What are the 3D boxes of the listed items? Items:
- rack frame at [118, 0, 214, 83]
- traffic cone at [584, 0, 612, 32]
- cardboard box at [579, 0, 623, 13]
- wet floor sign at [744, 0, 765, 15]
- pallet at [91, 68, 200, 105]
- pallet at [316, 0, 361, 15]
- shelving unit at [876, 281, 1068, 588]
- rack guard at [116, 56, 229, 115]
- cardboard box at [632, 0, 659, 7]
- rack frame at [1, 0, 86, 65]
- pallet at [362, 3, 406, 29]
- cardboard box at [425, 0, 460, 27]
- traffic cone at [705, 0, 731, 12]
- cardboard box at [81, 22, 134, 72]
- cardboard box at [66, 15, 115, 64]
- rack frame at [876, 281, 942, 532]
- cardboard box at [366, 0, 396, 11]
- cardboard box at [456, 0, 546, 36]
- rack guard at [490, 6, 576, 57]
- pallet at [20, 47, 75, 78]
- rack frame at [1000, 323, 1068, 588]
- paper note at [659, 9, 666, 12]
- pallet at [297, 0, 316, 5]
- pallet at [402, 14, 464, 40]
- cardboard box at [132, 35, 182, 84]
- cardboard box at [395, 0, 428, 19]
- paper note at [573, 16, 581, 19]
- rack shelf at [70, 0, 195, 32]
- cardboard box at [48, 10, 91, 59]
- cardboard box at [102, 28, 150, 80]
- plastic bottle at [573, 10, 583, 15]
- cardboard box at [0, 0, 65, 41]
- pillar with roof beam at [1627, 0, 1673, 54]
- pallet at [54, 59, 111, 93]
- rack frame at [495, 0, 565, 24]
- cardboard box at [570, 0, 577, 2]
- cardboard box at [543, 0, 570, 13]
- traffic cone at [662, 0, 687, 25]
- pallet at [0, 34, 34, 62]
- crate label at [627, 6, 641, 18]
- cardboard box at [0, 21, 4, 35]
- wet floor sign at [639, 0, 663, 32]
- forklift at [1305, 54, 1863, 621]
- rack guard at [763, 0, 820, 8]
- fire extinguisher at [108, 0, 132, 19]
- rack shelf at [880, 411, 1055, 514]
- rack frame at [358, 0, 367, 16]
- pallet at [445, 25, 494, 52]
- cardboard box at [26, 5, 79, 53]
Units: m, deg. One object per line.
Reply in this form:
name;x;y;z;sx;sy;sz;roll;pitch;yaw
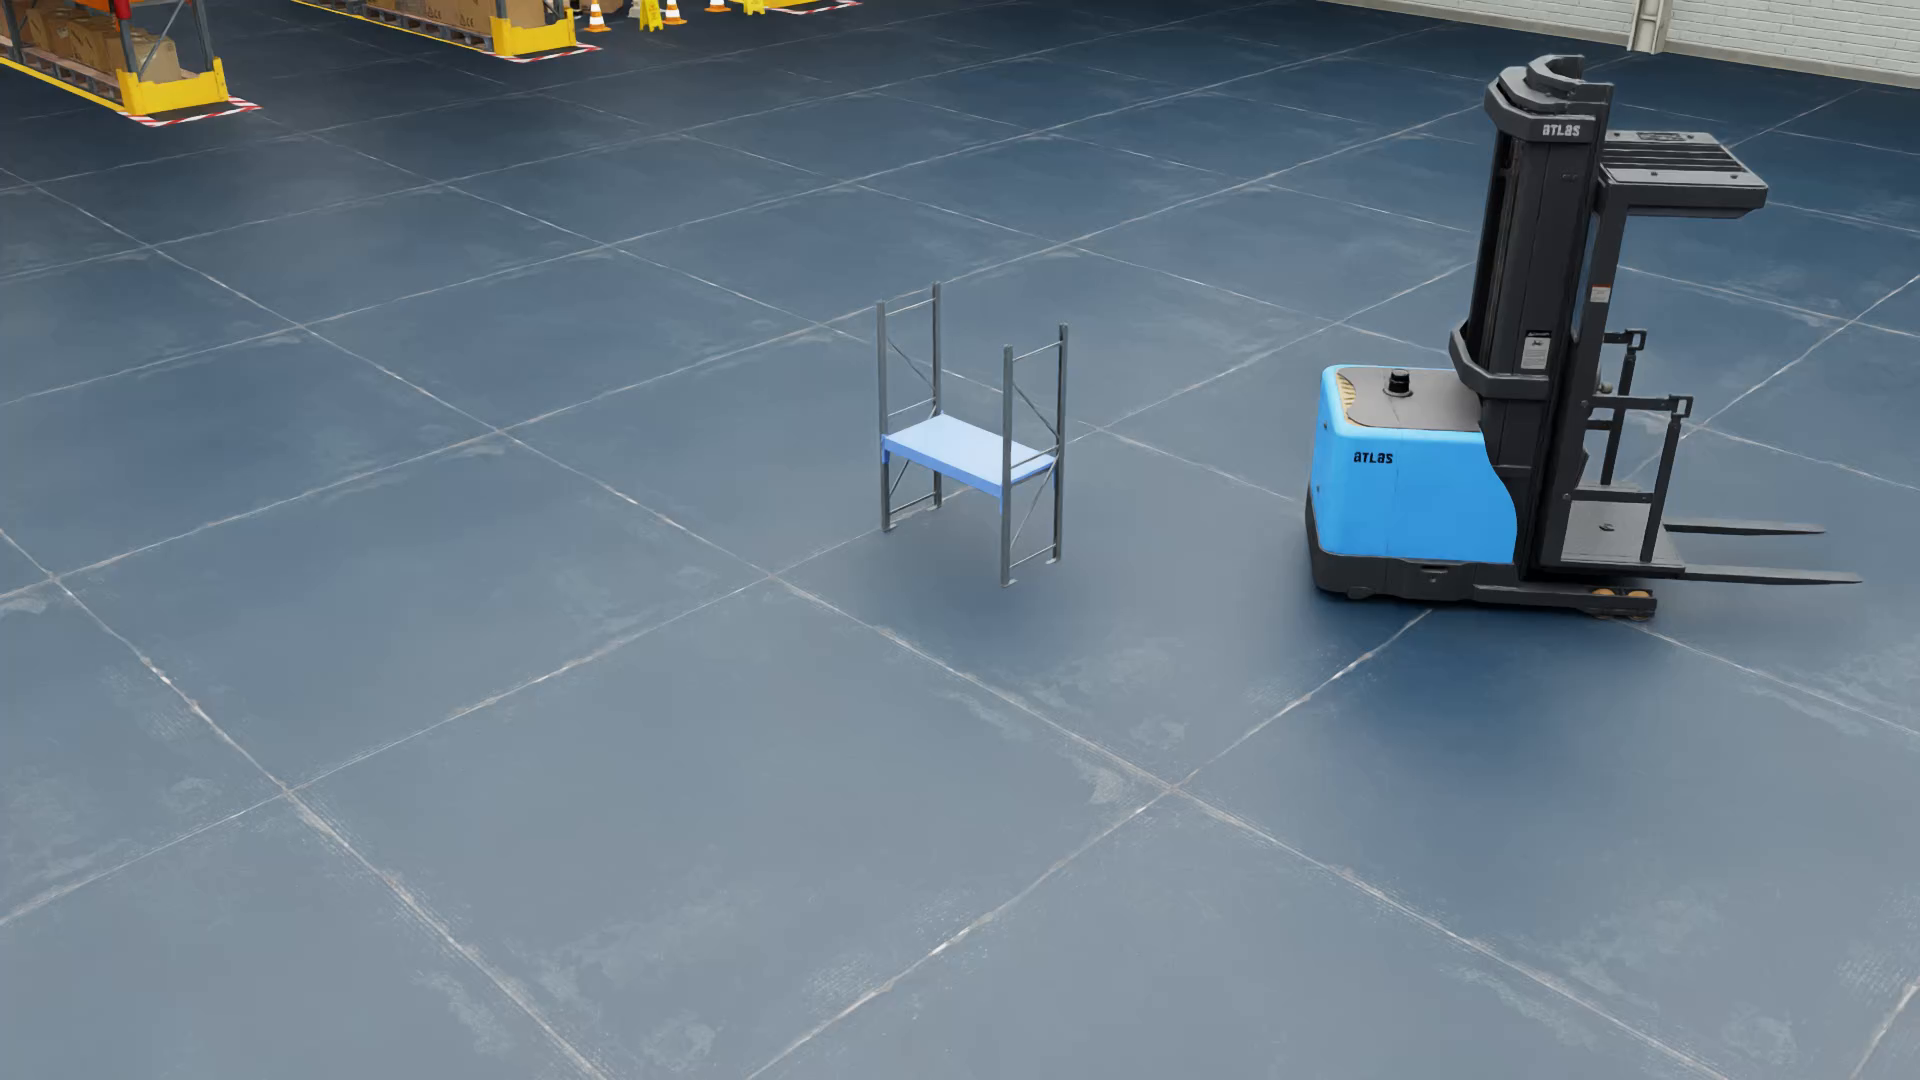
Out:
rack frame;-9.529;-6.627;19.630;0.127;3.000;1.000;25;36;38
traffic cone;-5.362;-7.762;24.514;0.334;0.463;0.336;25;36;38
cardboard box;-5.608;-8.544;25.958;0.637;0.503;0.797;2;28;4
wet floor sign;-3.195;-8.457;25.640;0.267;0.644;0.232;-13;30;-22
pallet;-10.137;-5.695;20.853;1.213;0.211;1.003;25;36;38
pallet;-9.434;-8.538;26.261;1.213;0.211;1.003;25;36;38
shelving unit;0.061;-0.636;9.848;1.048;1.500;0.538;25;36;38
rack guard;-9.583;-5.546;20.259;0.348;0.500;1.175;25;36;38
cardboard box;-4.931;-8.411;26.087;0.380;0.149;0.250;-7;29;-14
rack frame;-12.381;-7.932;22.113;0.127;3.000;1.000;25;36;38
pallet;-8.344;-8.037;25.308;1.213;0.211;1.003;25;36;38
cardboard box;-7.138;-7.971;24.019;0.875;0.875;0.875;24;36;38
traffic cone;-3.792;-8.505;25.928;0.334;0.463;0.336;25;36;38
cardboard box;-10.846;-6.310;21.262;0.500;0.500;0.500;-21;34;-35
cardboard box;-11.212;-6.507;21.637;0.500;0.500;0.500;21;34;34
rack frame;-0.302;-0.802;10.163;0.032;1.500;0.500;25;36;38
cardboard box;-8.432;-8.562;25.143;0.875;0.875;0.875;-25;36;-38
cardboard box;-6.509;-7.685;23.474;0.875;0.875;0.875;25;37;39
rack guard;-5.962;-7.126;23.265;0.348;0.500;1.175;25;36;38
pallet;-11.877;-6.491;22.367;1.213;0.211;1.003;25;36;38
rack frame;0.423;-0.470;9.533;0.032;1.500;0.500;25;36;38
paper note;-4.650;-8.250;25.906;0.142;0.019;0.148;12;30;22
pallet;-10.309;-8.936;27.018;1.213;0.211;1.003;25;36;38
pallet;-7.470;-7.639;24.551;1.213;0.211;1.003;25;36;38
cardboard box;-9.962;-5.916;20.513;0.500;0.500;0.500;-18;33;-30
cardboard box;-7.787;-8.270;24.586;0.875;0.875;0.875;25;37;39
paper note;-5.877;-7.987;25.408;0.144;0.017;0.142;-13;30;-22
rack shelf;-10.955;-6.961;21.039;4.000;0.370;1.077;25;36;38
cardboard box;-11.710;-6.684;21.973;0.500;0.500;0.500;-13;31;-24
cardboard box;-10.412;-6.100;20.862;0.500;0.500;0.500;-15;31;-27
plastic bottle;-5.982;-8.156;25.695;0.283;0.061;0.133;12;30;22
cardboard box;-12.804;-7.228;22.987;0.500;0.500;0.700;21;34;35
pillar with roof beam;6.571;-9.402;18.461;0.400;9.000;9.100;25;36;38
pallet;-11.003;-6.093;21.610;1.213;0.211;1.003;25;36;38
rack frame;-5.979;-8.240;22.698;0.127;3.000;1.000;25;36;38
cardboard box;-6.281;-8.906;26.502;0.503;0.637;0.797;25;36;38
cardboard box;-6.315;-8.386;25.912;0.396;0.266;0.258;-18;33;-31
traffic cone;-4.328;-8.026;25.017;0.334;0.463;0.336;25;36;38
pallet;-12.937;-6.952;23.244;1.213;0.211;1.003;25;36;38
crate label;-4.932;-8.118;25.541;0.298;0.136;0.250;7;29;13
cardboard box;-13.131;-7.390;23.294;0.500;0.500;0.700;24;36;38
wet floor sign;-4.570;-7.846;24.478;0.232;0.644;0.267;18;33;30
forklift;3.607;-1.104;9.199;3.031;2.935;1.130;3;28;6
rack guard;-2.635;-8.834;26.514;0.348;0.500;1.175;25;36;38
fire extinguisher;-9.770;-6.403;19.287;0.183;0.674;0.296;25;36;38
rack shelf;0.061;-0.477;9.932;1.000;0.185;0.538;25;36;38
rack frame;-8.831;-9.545;25.180;0.127;3.000;1.000;25;36;38
pallet;-6.604;-7.241;23.794;1.213;0.211;1.003;25;36;38
cardboard box;-12.124;-6.868;22.323;0.500;0.500;0.500;23;36;37
